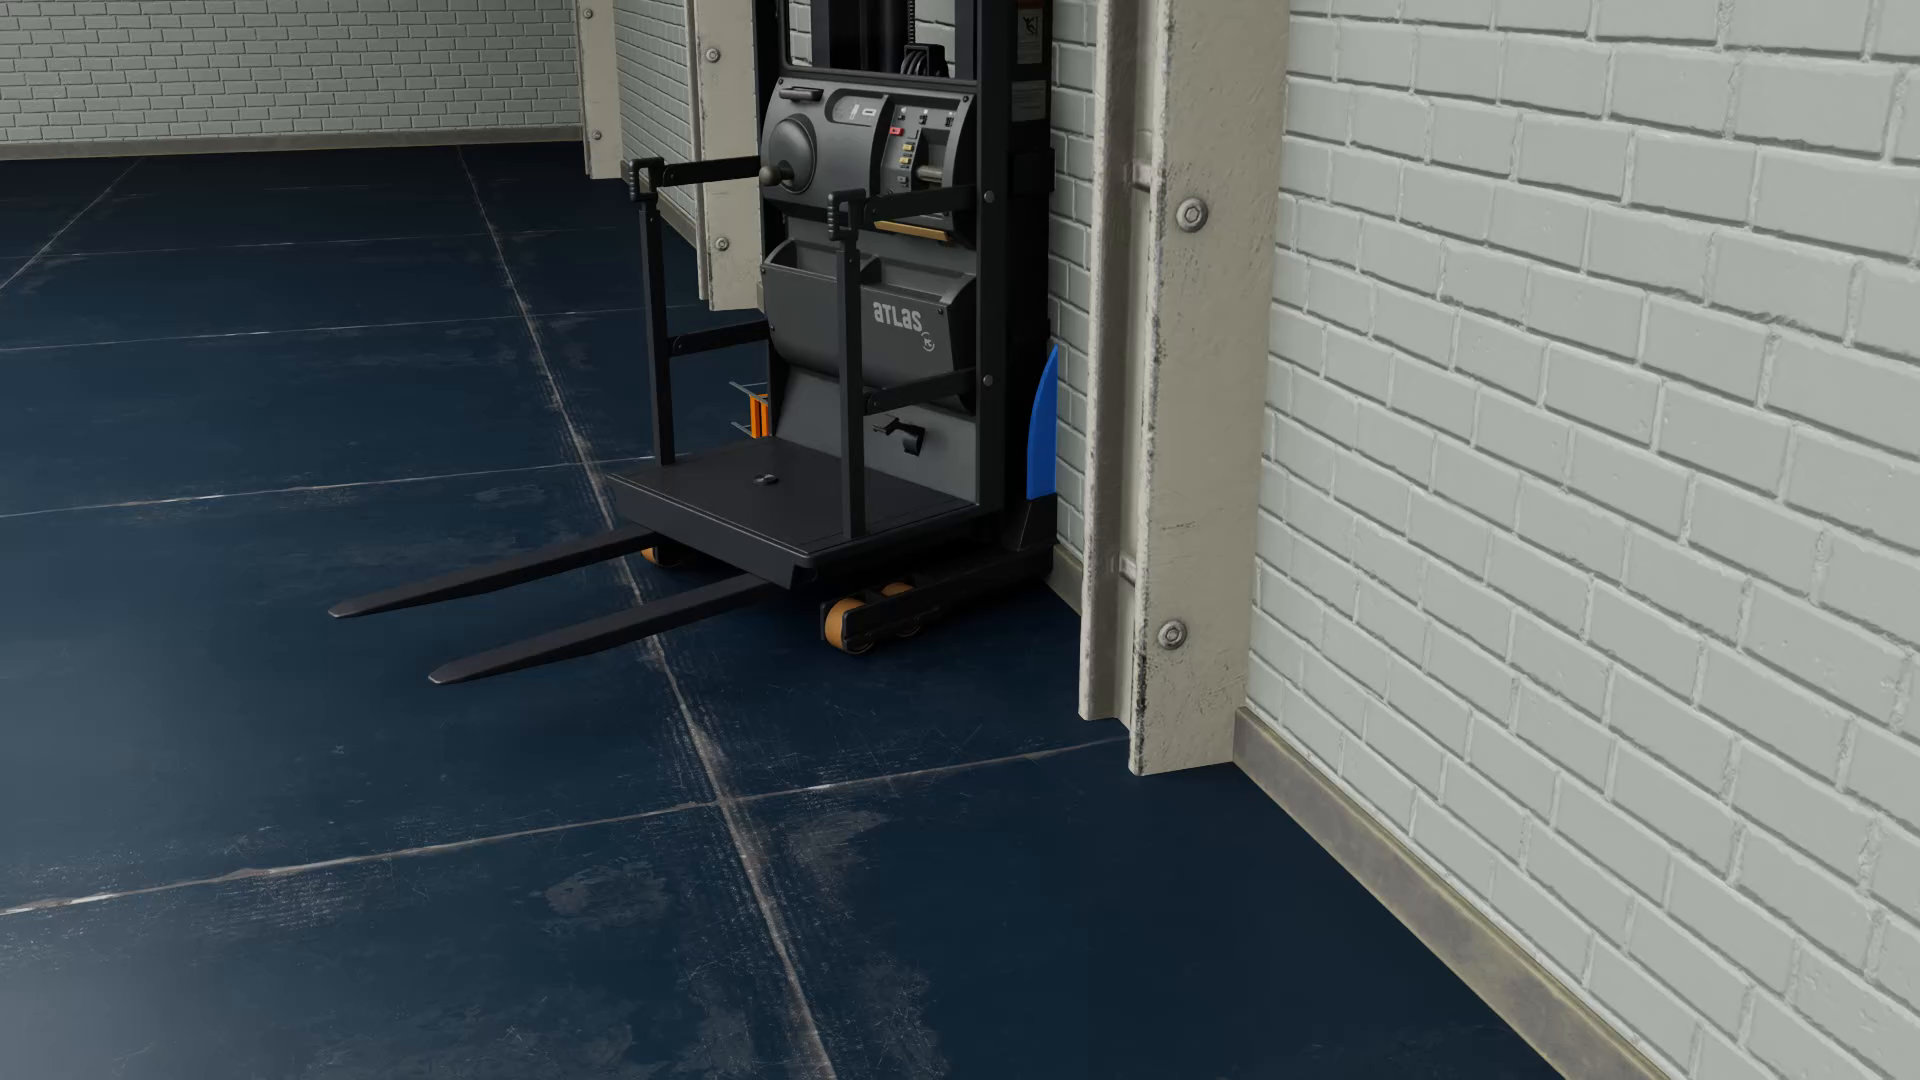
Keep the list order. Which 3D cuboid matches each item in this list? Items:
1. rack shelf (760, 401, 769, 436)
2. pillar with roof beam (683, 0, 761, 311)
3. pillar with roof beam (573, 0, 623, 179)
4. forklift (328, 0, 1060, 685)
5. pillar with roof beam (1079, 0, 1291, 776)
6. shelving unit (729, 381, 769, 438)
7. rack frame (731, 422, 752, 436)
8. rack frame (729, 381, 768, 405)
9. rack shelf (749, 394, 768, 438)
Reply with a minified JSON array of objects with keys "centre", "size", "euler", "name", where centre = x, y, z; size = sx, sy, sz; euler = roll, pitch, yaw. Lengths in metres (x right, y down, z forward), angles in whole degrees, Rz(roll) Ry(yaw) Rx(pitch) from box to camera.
[{"centre":[-0.709,-0.502,7.029],"size":[0.258,0.180,0.103],"euler":[-11,22,-27],"name":"rack shelf"},{"centre":[-5.439,-5.181,7.028],"size":[9.100,9.000,0.400],"euler":[-6,21,-17],"name":"pillar with roof beam"},{"centre":[-7.325,-7.106,12.388],"size":[9.100,9.000,0.400],"euler":[-6,21,-17],"name":"pillar with roof beam"},{"centre":[-0.455,-1.235,5.020],"size":[3.031,2.935,1.130],"euler":[-18,26,-40],"name":"forklift"},{"centre":[-3.553,-3.255,1.667],"size":[9.100,9.000,0.400],"euler":[-6,21,-17],"name":"pillar with roof beam"},{"centre":[-0.614,-0.445,6.868],"size":[0.258,0.189,1.200],"euler":[-11,22,-27],"name":"shelving unit"},{"centre":[-0.614,-0.359,6.899],"size":[0.240,0.006,1.200],"euler":[-11,22,-27],"name":"rack frame"},{"centre":[-0.614,-0.531,6.837],"size":[0.240,0.006,1.200],"euler":[-11,22,-27],"name":"rack frame"},{"centre":[-0.767,-0.538,7.128],"size":[0.258,0.180,0.103],"euler":[-11,22,-27],"name":"rack shelf"}]
